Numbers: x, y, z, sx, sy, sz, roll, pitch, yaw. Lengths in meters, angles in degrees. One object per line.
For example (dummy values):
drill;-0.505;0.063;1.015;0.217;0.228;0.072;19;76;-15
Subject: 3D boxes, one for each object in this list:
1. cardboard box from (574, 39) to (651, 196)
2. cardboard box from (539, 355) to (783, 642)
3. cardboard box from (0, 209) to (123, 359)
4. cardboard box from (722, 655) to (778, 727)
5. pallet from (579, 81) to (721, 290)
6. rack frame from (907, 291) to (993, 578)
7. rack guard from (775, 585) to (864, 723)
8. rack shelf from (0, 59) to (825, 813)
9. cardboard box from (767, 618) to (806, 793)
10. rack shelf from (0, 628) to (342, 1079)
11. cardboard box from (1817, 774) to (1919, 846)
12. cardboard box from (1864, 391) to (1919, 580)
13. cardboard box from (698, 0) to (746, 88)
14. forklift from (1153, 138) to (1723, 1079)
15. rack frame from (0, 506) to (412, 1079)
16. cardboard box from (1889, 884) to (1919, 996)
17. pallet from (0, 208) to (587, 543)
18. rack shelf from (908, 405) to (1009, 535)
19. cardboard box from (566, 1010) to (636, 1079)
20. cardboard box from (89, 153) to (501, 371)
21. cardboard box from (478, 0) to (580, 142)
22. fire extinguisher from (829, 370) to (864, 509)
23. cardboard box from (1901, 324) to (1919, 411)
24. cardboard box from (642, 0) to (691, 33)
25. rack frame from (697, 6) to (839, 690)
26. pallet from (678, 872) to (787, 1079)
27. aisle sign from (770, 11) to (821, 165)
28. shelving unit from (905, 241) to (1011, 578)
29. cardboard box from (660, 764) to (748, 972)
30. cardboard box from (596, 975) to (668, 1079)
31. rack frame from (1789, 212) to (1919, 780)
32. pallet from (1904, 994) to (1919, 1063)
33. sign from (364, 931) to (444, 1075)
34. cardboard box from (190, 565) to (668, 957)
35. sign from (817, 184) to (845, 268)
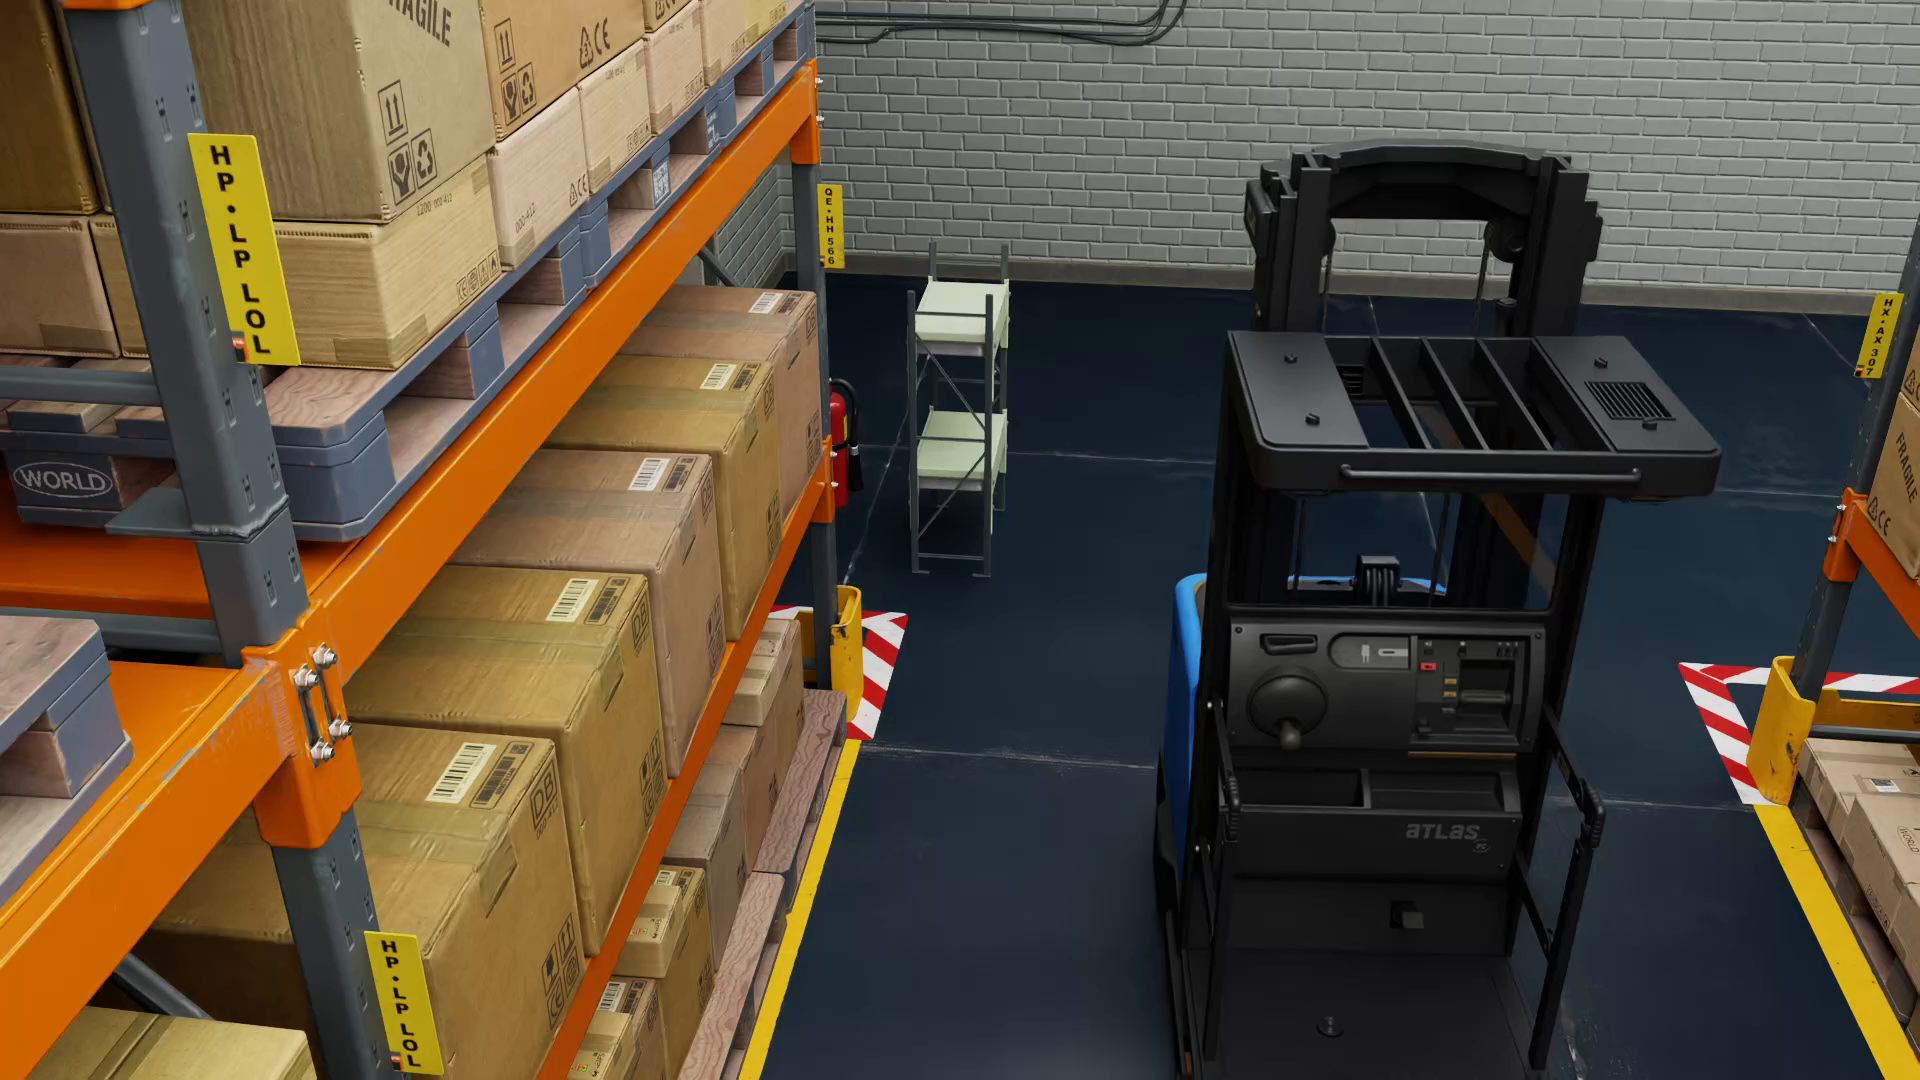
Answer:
cardboard box;-1.042;-1.007;3.905;0.500;0.250;0.500;3;28;5
cardboard box;-1.161;-0.164;5.576;0.980;0.700;0.700;3;28;6
cardboard box;-1.670;-0.552;3.060;0.500;0.250;0.500;4;29;7
cardboard box;-0.883;0.541;6.093;0.380;0.149;0.250;4;29;8
pallet;-1.258;-0.972;4.322;1.003;0.211;1.213;3;28;6
rack frame;-0.046;-0.485;8.069;0.400;1.500;0.023;3;28;6
rack guard;-1.028;0.473;7.345;1.175;0.500;0.348;3;28;6
rack shelf;-1.276;-0.678;4.443;1.077;0.370;4.000;3;28;6
cardboard box;-1.017;0.635;6.602;0.700;0.500;0.500;3;28;6
rack shelf;-1.766;1.204;0.948;1.077;0.370;4.000;3;28;6
cardboard box;3.463;1.019;6.220;0.380;0.166;0.250;3;28;6
cardboard box;3.570;-0.180;5.817;0.500;0.500;0.500;4;29;7
cardboard box;-0.920;-1.494;4.808;0.500;0.250;0.500;2;28;4
forklift;1.262;0.480;4.769;1.130;2.935;3.031;1;28;2
rack frame;-1.521;1.267;3.236;1.000;3.000;0.127;3;28;6
cardboard box;3.415;1.397;5.429;0.500;0.250;0.500;3;28;6
pallet;-1.410;-0.399;3.259;1.003;0.211;1.213;3;28;6
rack shelf;-0.001;-0.370;8.543;0.431;0.370;0.720;3;28;6
cardboard box;-1.104;1.400;4.497;0.380;0.149;0.250;4;29;8
cardboard box;-1.175;-0.527;3.012;0.500;0.250;0.500;3;28;6
cardboard box;-1.098;-1.108;3.301;0.500;0.500;0.500;3;28;5
fire extinguisher;-0.554;-0.462;6.920;0.296;0.674;0.183;3;28;6
cardboard box;3.570;-0.621;5.580;0.500;0.500;0.500;4;29;8
cardboard box;-0.977;-1.588;4.192;0.500;0.500;0.500;2;28;4
rack frame;-1.031;-0.616;6.731;1.000;3.000;0.127;3;28;6
pallet;-1.203;1.565;5.622;1.003;0.211;1.213;3;28;6
aisle sign;-0.724;-1.777;6.145;0.394;0.787;0.004;3;28;6
shelving unit;-0.001;-0.657;8.388;0.431;1.500;0.755;3;28;6
cardboard box;-1.140;1.107;5.725;0.700;0.500;0.500;2;28;5
cardboard box;-1.263;1.600;4.810;0.700;0.500;0.500;3;28;6
rack frame;3.886;-0.330;6.200;1.000;3.000;0.127;3;28;6
pallet;3.628;1.882;5.035;1.003;0.211;1.213;3;28;6
sign;-0.981;0.819;2.930;0.100;0.325;0.005;3;28;6
cardboard box;-1.343;0.537;4.274;0.980;0.700;0.700;3;28;5
sign;-0.494;-1.192;6.329;0.100;0.325;0.005;3;28;6
